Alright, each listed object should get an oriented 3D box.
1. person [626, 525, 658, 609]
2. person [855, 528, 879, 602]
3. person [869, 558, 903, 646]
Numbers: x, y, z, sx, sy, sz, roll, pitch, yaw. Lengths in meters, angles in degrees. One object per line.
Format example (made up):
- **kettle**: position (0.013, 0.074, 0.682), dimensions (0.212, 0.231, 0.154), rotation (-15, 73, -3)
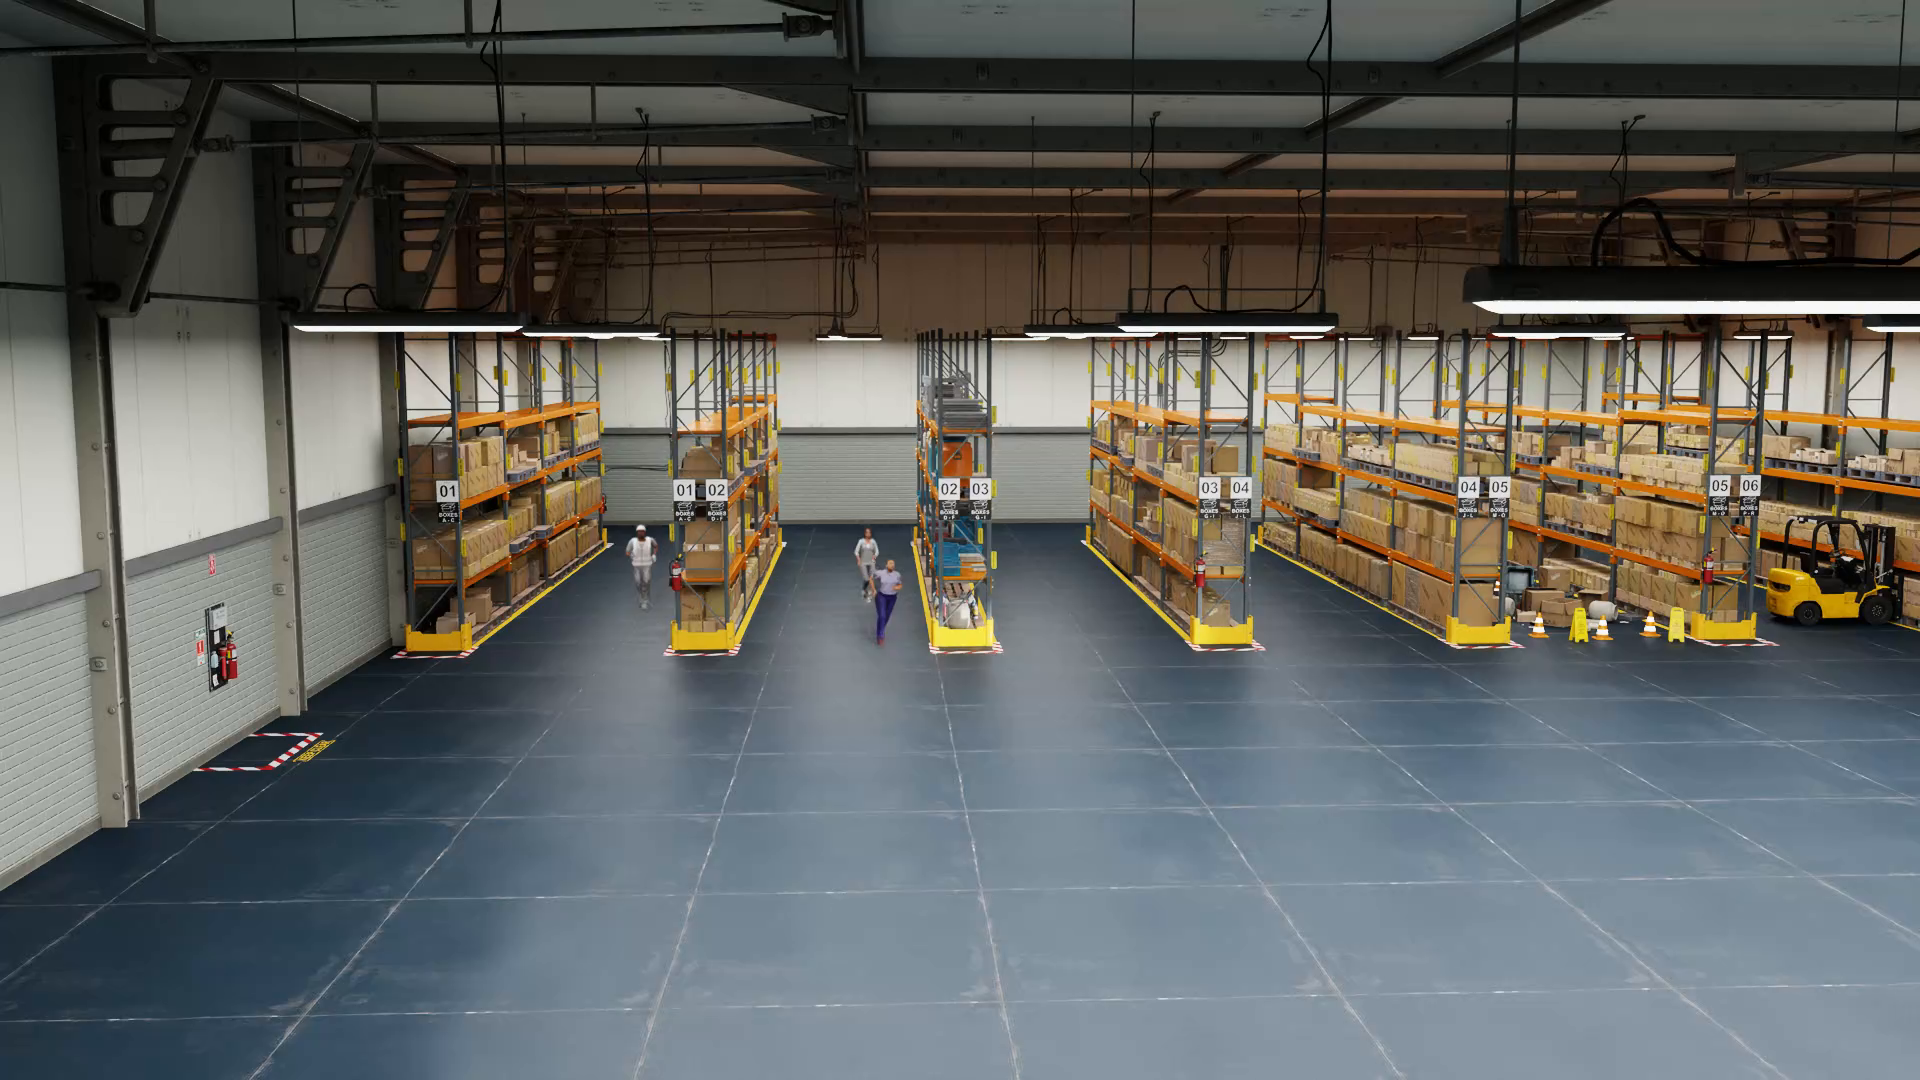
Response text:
- **person**: position (-6.912, 0.563, 36.129), dimensions (0.684, 1.781, 0.984), rotation (-1, 7, -8)
- **person**: position (-1.951, 0.530, 35.081), dimensions (0.507, 1.563, 0.467), rotation (-1, 7, -11)
- **person**: position (-1.409, 1.179, 31.951), dimensions (0.601, 1.689, 0.780), rotation (-3, 7, -23)
